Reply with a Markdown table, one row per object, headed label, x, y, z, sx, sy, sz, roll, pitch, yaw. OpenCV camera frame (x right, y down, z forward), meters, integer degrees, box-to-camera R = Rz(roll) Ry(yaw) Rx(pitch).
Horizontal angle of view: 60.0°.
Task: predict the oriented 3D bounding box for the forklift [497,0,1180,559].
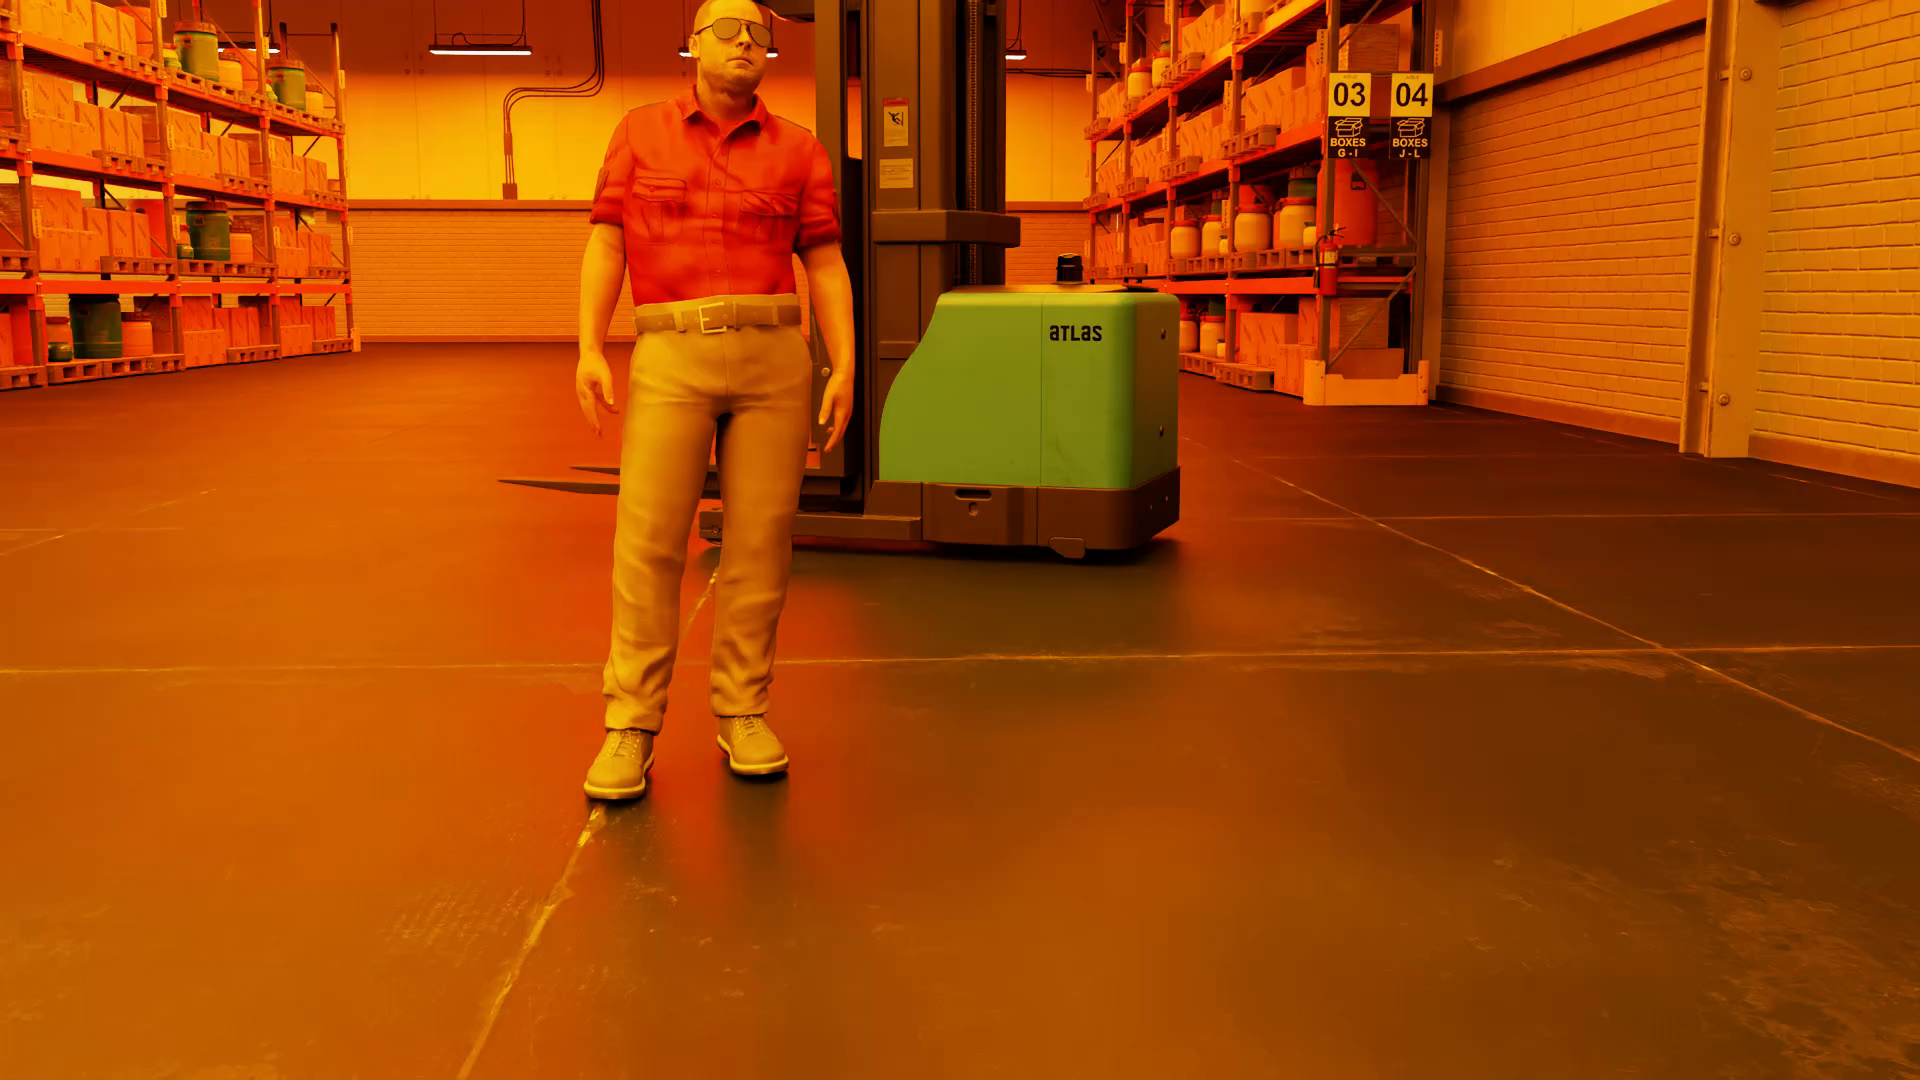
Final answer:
| label | x | y | z | sx | sy | sz | roll | pitch | yaw |
| --- | --- | --- | --- | --- | --- | --- | --- | --- | --- |
| forklift | -0.594 | -1.480 | 7.297 | 3.031 | 2.935 | 1.130 | 3 | 9 | 19 |

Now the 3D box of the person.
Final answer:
| label | x | y | z | sx | sy | sz | roll | pitch | yaw |
| --- | --- | --- | --- | --- | --- | --- | --- | --- | --- |
| person | -0.533 | -0.343 | 3.686 | 0.640 | 1.727 | 0.551 | -2 | 9 | -12 |
